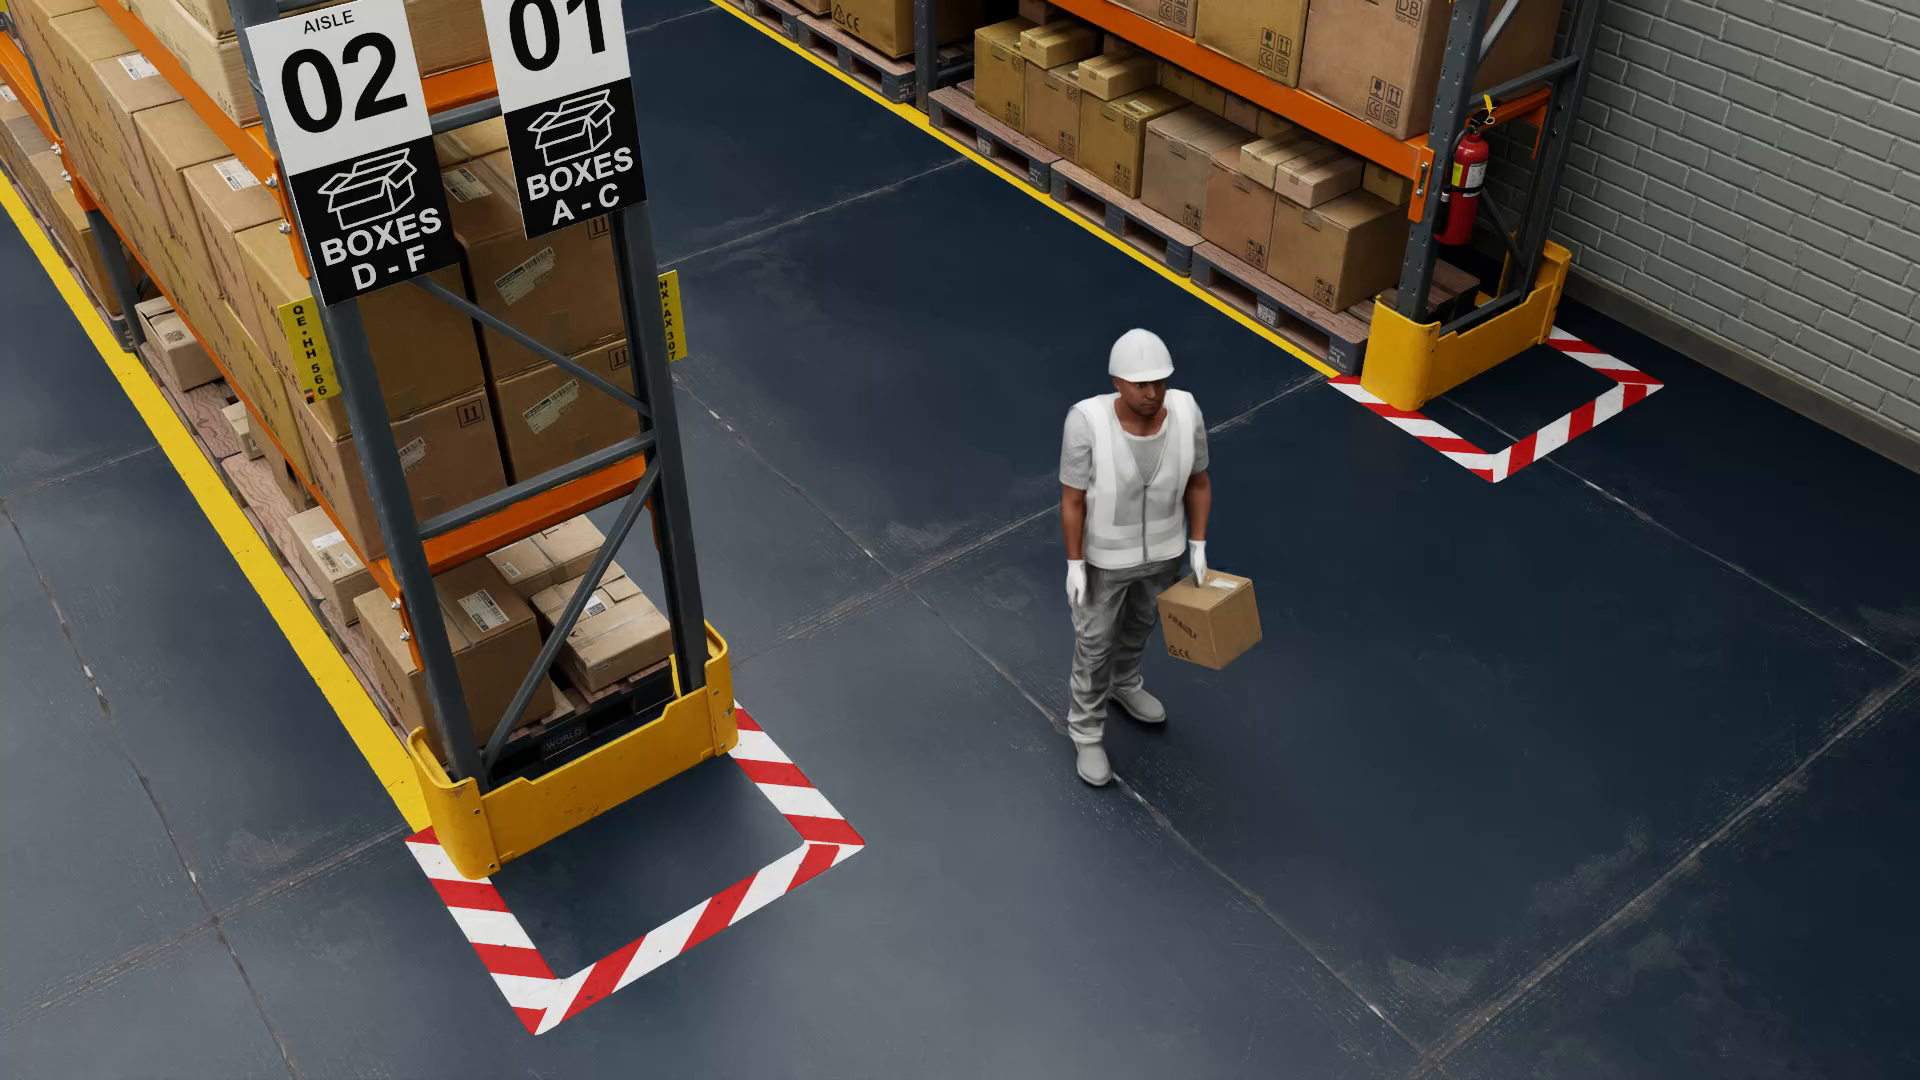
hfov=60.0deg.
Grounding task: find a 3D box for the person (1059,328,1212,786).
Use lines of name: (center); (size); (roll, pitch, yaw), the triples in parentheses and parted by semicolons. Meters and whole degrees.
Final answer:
person: (0.642, 0.077, 6.042); (0.582, 1.789, 0.555); (-11, 41, -13)
